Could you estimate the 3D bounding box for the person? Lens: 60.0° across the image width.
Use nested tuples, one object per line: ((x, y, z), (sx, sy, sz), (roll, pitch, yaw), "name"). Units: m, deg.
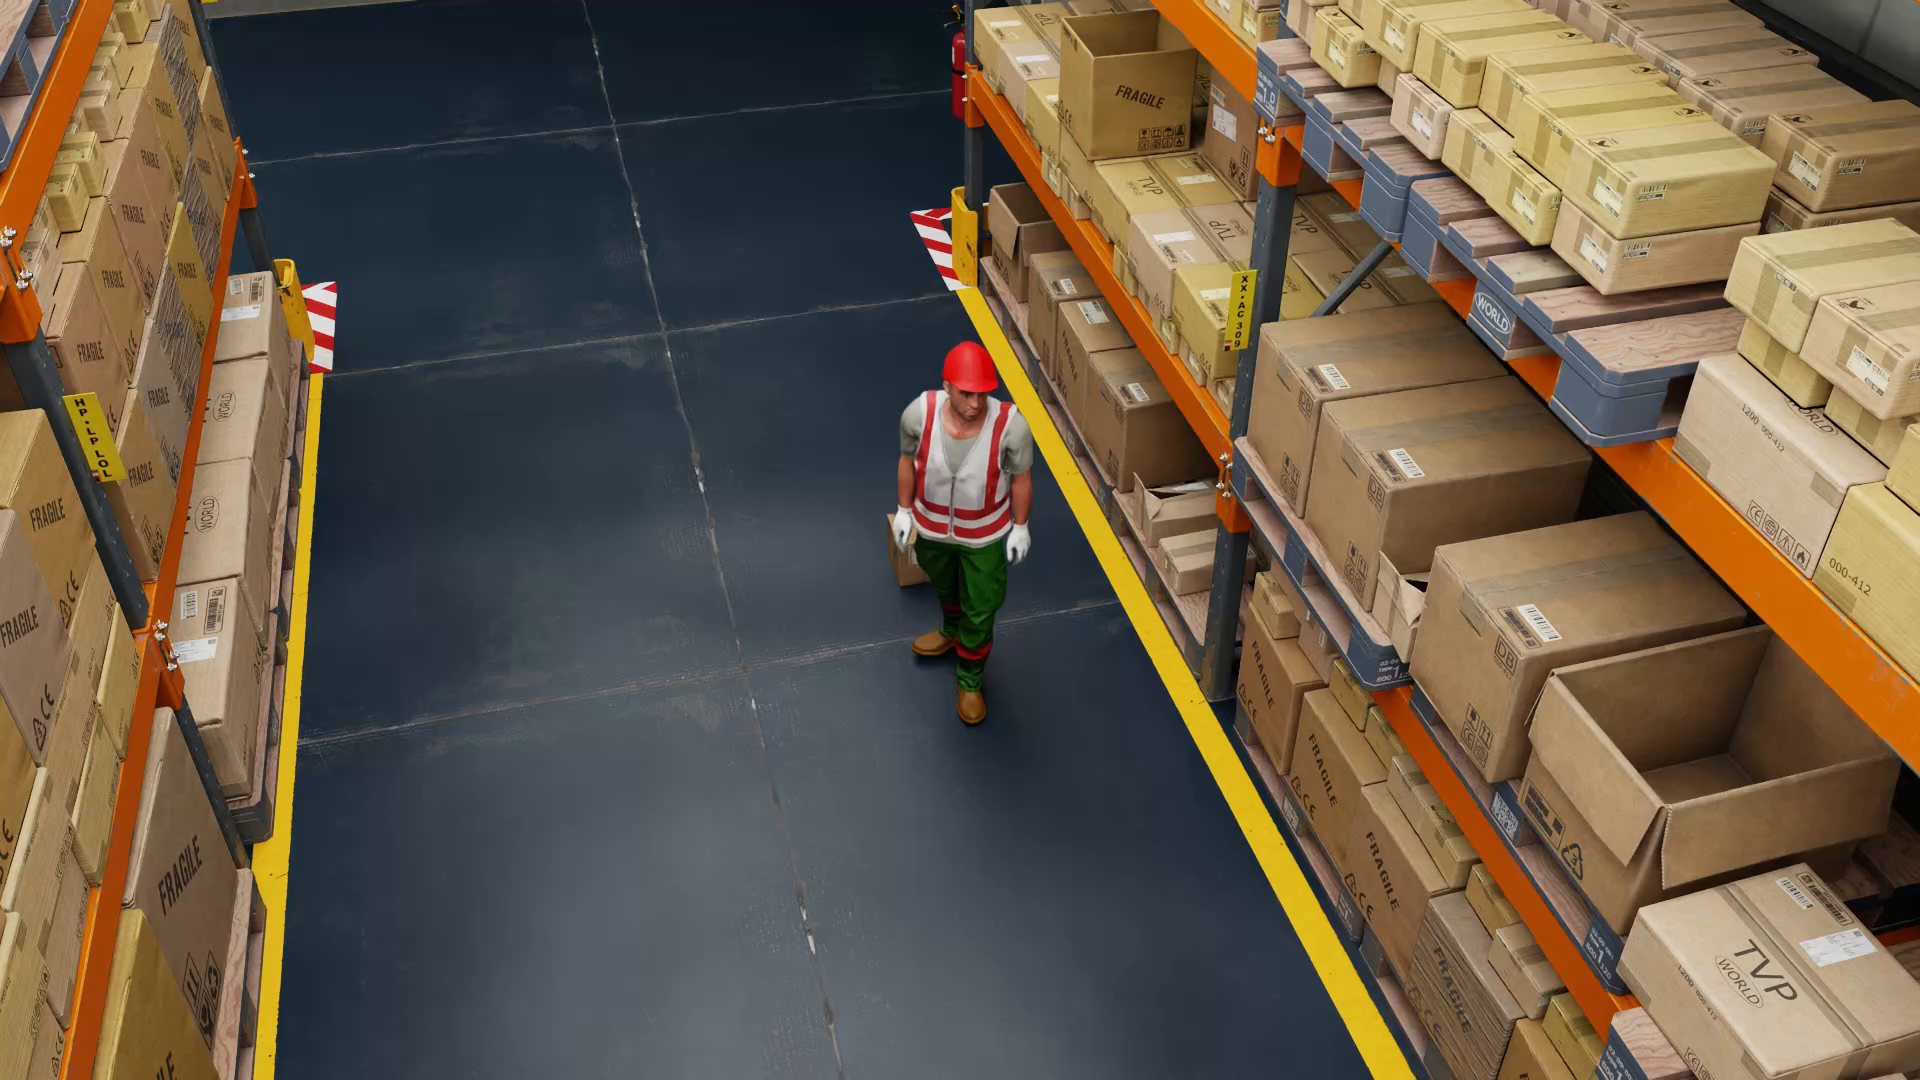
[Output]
((0.012, -0.084, 6.807), (0.569, 1.779, 0.574), (10, 39, 12), "person")
